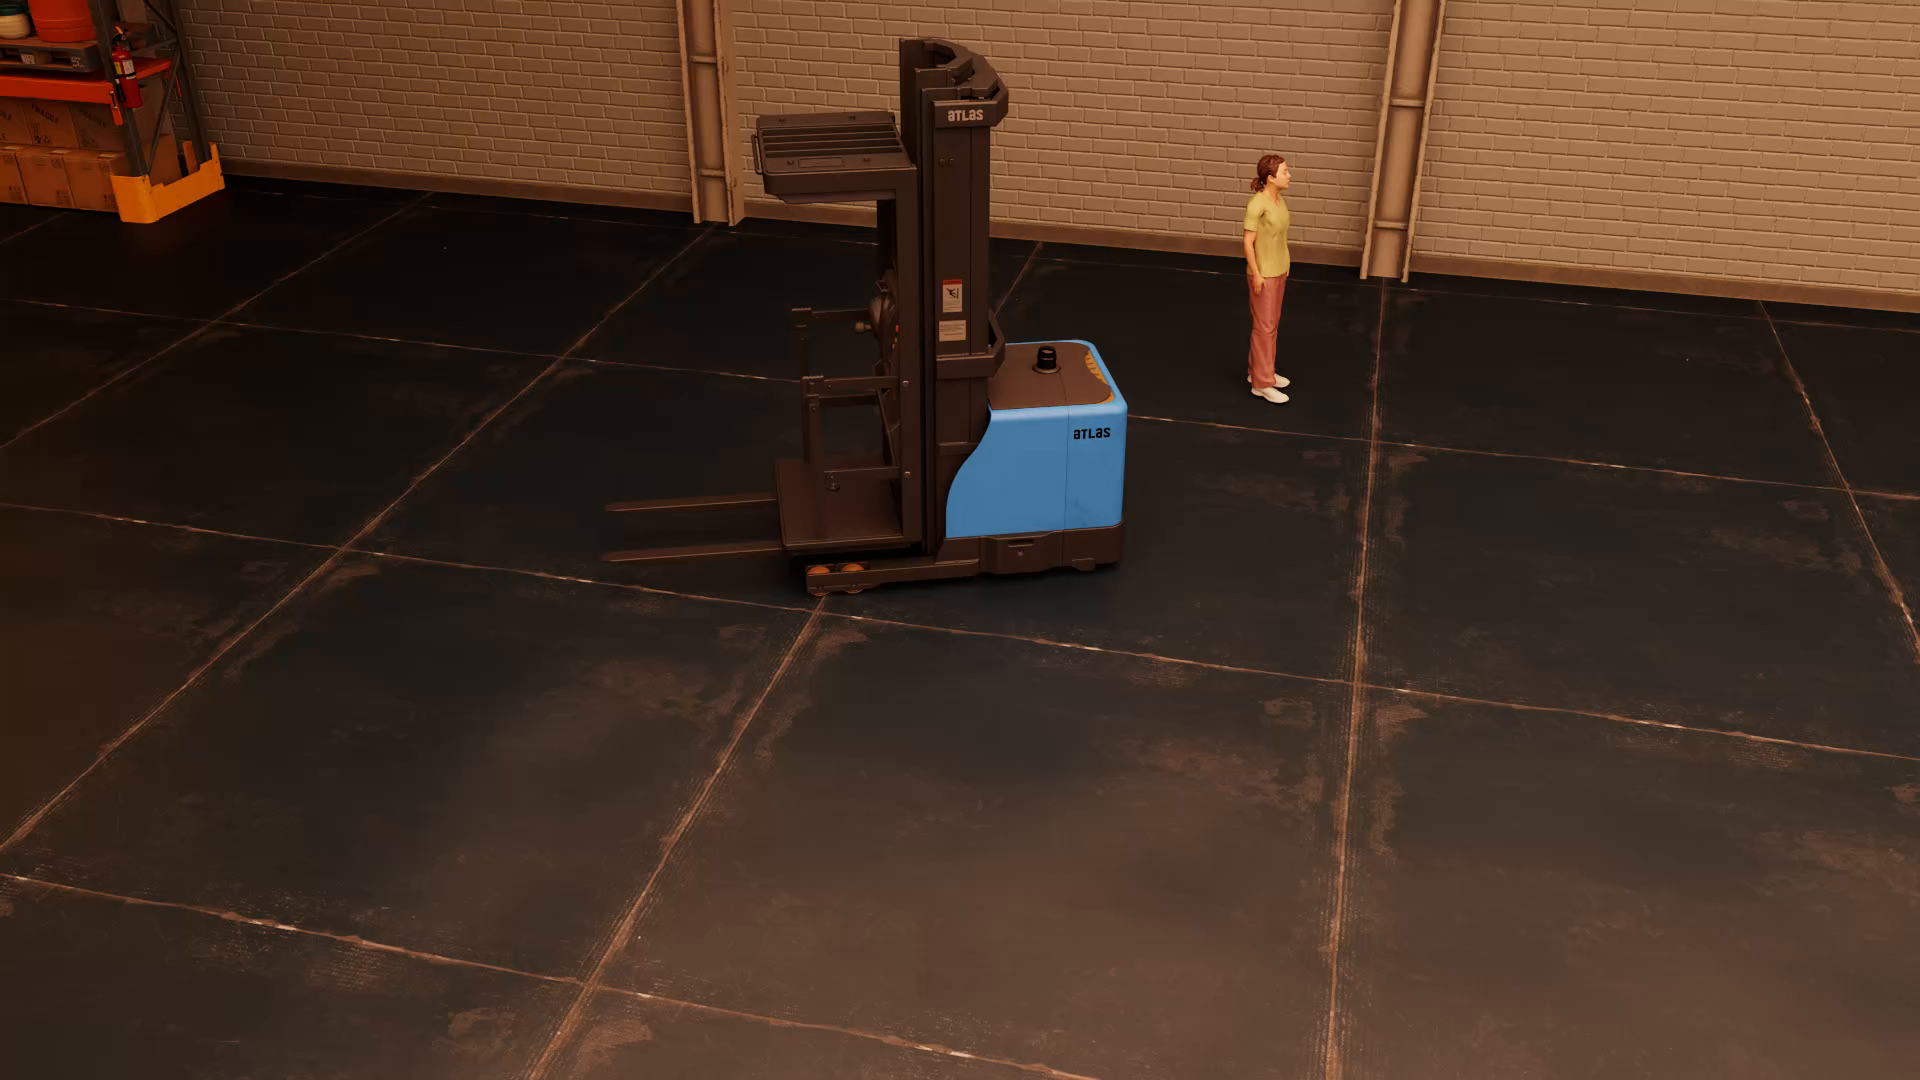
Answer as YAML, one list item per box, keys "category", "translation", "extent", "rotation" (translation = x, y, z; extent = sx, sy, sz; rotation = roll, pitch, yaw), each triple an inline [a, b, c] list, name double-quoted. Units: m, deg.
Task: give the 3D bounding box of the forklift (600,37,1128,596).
- category: "forklift"
  translation: [-0.602, -1.232, 9.345]
  extent: [3.031, 2.935, 1.130]
  rotation: [-4, 30, -7]

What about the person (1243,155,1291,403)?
- category: "person"
  translation: [2.231, -1.862, 11.715]
  extent: [0.551, 1.676, 0.552]
  rotation: [18, 34, 29]
